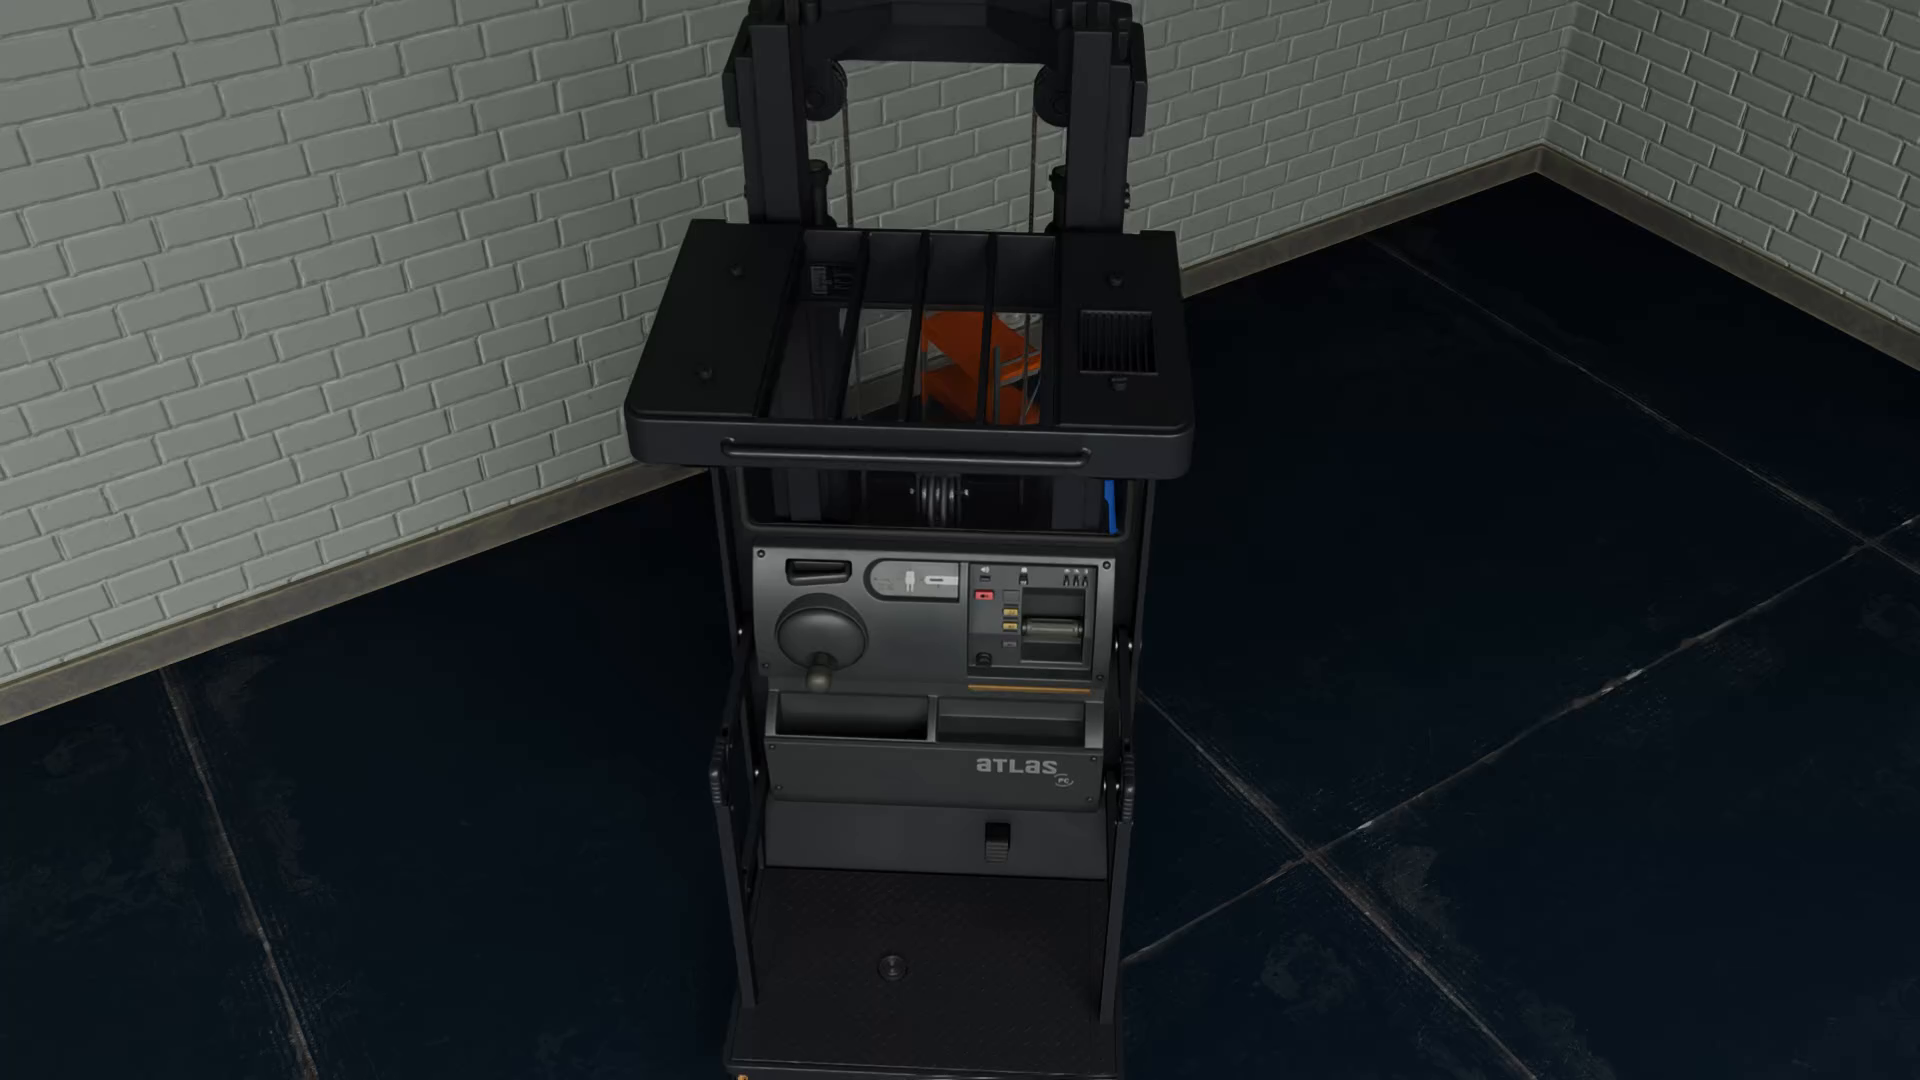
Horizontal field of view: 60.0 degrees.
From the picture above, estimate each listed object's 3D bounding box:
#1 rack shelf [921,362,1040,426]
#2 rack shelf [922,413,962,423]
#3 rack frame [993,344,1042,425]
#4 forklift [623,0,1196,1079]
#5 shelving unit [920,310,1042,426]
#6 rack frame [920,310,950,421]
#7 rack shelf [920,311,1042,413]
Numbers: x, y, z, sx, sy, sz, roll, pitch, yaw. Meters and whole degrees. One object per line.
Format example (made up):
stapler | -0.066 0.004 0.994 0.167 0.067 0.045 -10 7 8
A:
rack shelf | 0.089 -0.492 6.159 0.258 0.148 0.480 -22 45 -24
rack shelf | 0.089 -0.320 6.302 0.258 0.148 0.480 -22 45 -24
rack frame | 0.220 -0.240 6.101 0.240 1.200 0.015 -22 45 -24
forklift | -0.078 0.282 4.122 1.130 2.935 3.031 2 40 2
shelving unit | 0.089 -0.372 6.259 0.258 1.200 0.503 -22 45 -24
rack frame | -0.042 -0.503 6.417 0.240 1.200 0.015 -22 45 -24
rack shelf | 0.089 -0.673 6.007 0.258 0.148 0.480 -22 45 -24
